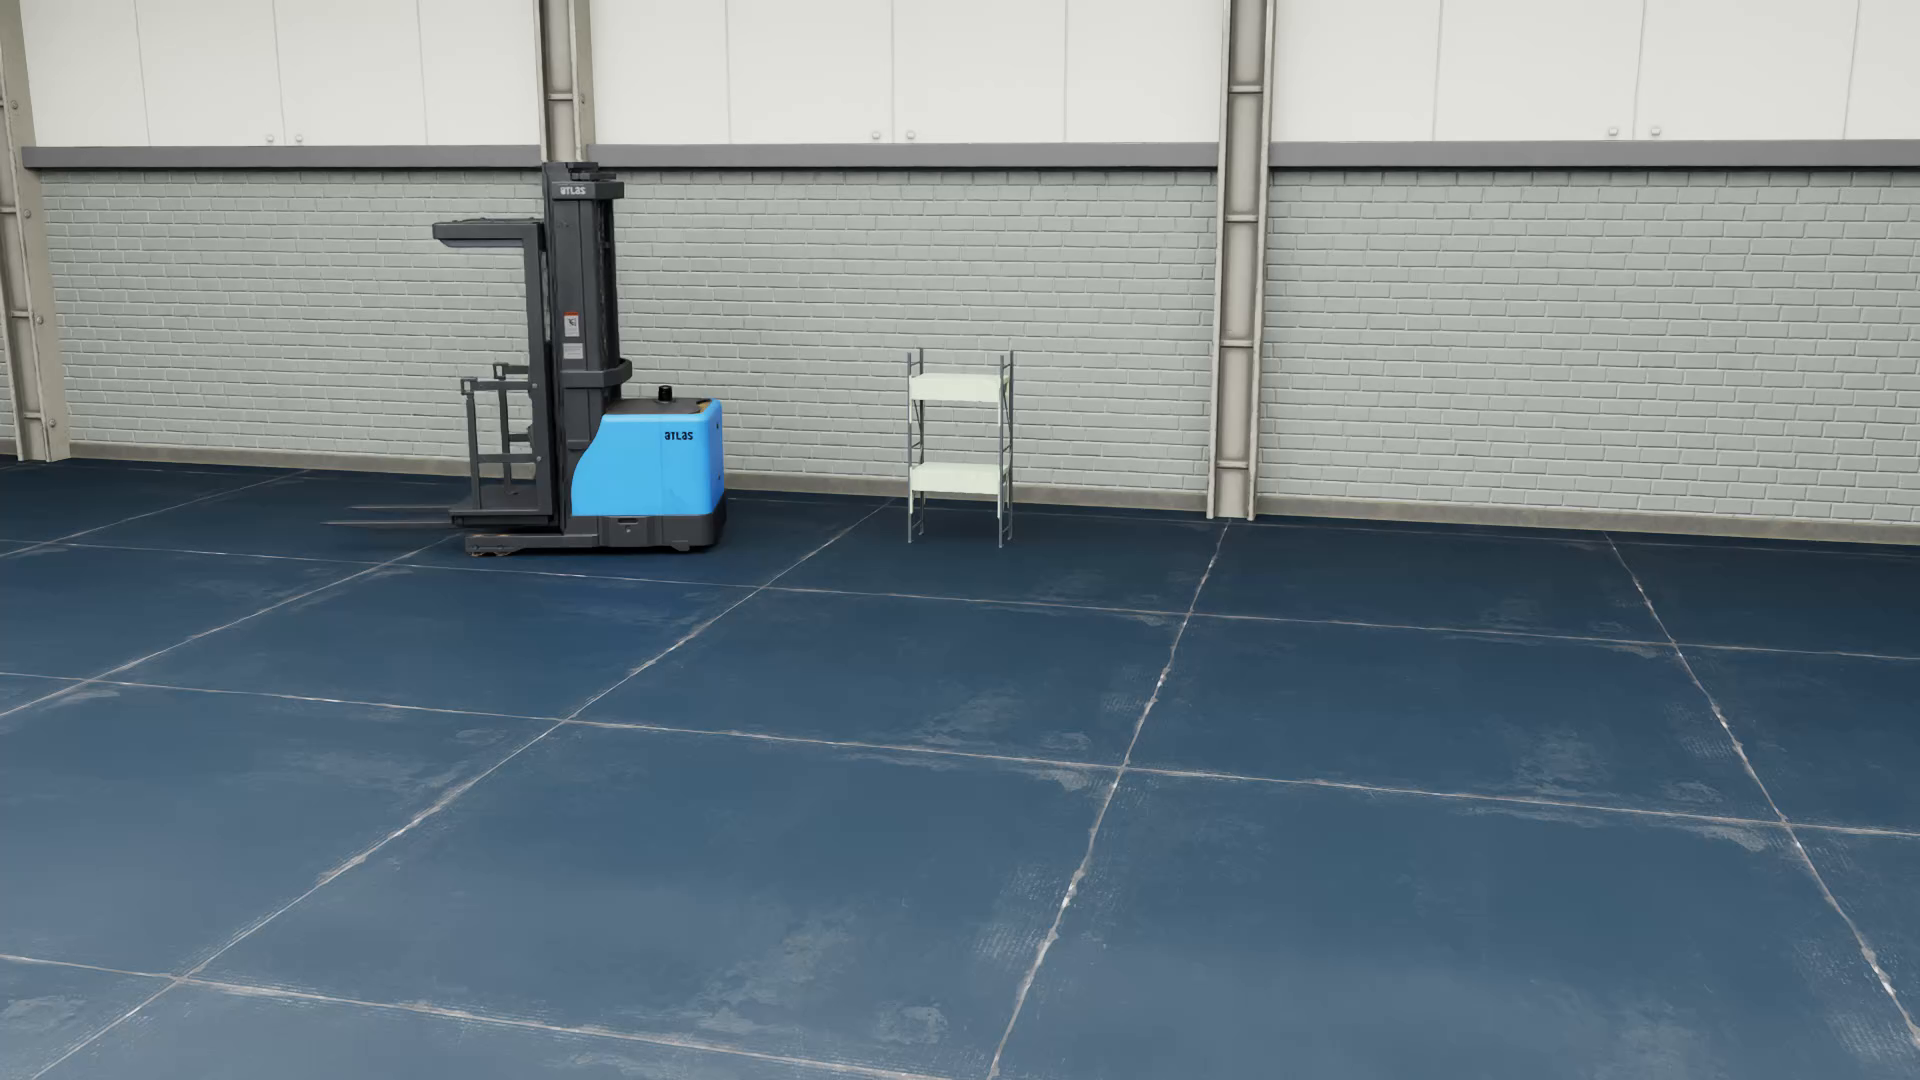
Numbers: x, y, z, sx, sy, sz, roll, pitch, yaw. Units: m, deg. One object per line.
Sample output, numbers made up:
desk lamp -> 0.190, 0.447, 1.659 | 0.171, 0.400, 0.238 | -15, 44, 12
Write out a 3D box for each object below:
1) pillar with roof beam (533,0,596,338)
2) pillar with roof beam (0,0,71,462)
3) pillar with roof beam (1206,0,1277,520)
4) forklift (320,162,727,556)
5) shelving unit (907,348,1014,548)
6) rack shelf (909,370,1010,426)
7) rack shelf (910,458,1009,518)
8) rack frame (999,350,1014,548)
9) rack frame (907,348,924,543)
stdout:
pillar with roof beam -> -4.542, -4.007, 10.519 | 0.400, 9.000, 9.100 | 3, 13, 14
pillar with roof beam -> -10.367, -4.318, 11.922 | 0.400, 9.000, 9.100 | 3, 13, 14
pillar with roof beam -> 1.283, -3.696, 9.116 | 0.400, 9.000, 9.100 | 3, 13, 14
forklift -> -3.414, -1.422, 12.875 | 3.031, 2.935, 1.130 | 0, 13, -2
shelving unit -> 0.006, -0.732, 13.070 | 0.755, 1.500, 0.431 | 3, 13, 14
rack shelf -> 0.006, -1.113, 12.985 | 0.720, 0.370, 0.431 | 3, 13, 14
rack shelf -> 0.006, -0.414, 13.140 | 0.720, 0.370, 0.431 | 3, 13, 14
rack frame -> 0.362, -0.713, 12.984 | 0.023, 1.500, 0.400 | 3, 13, 14
rack frame -> -0.349, -0.751, 13.155 | 0.023, 1.500, 0.400 | 3, 13, 14
